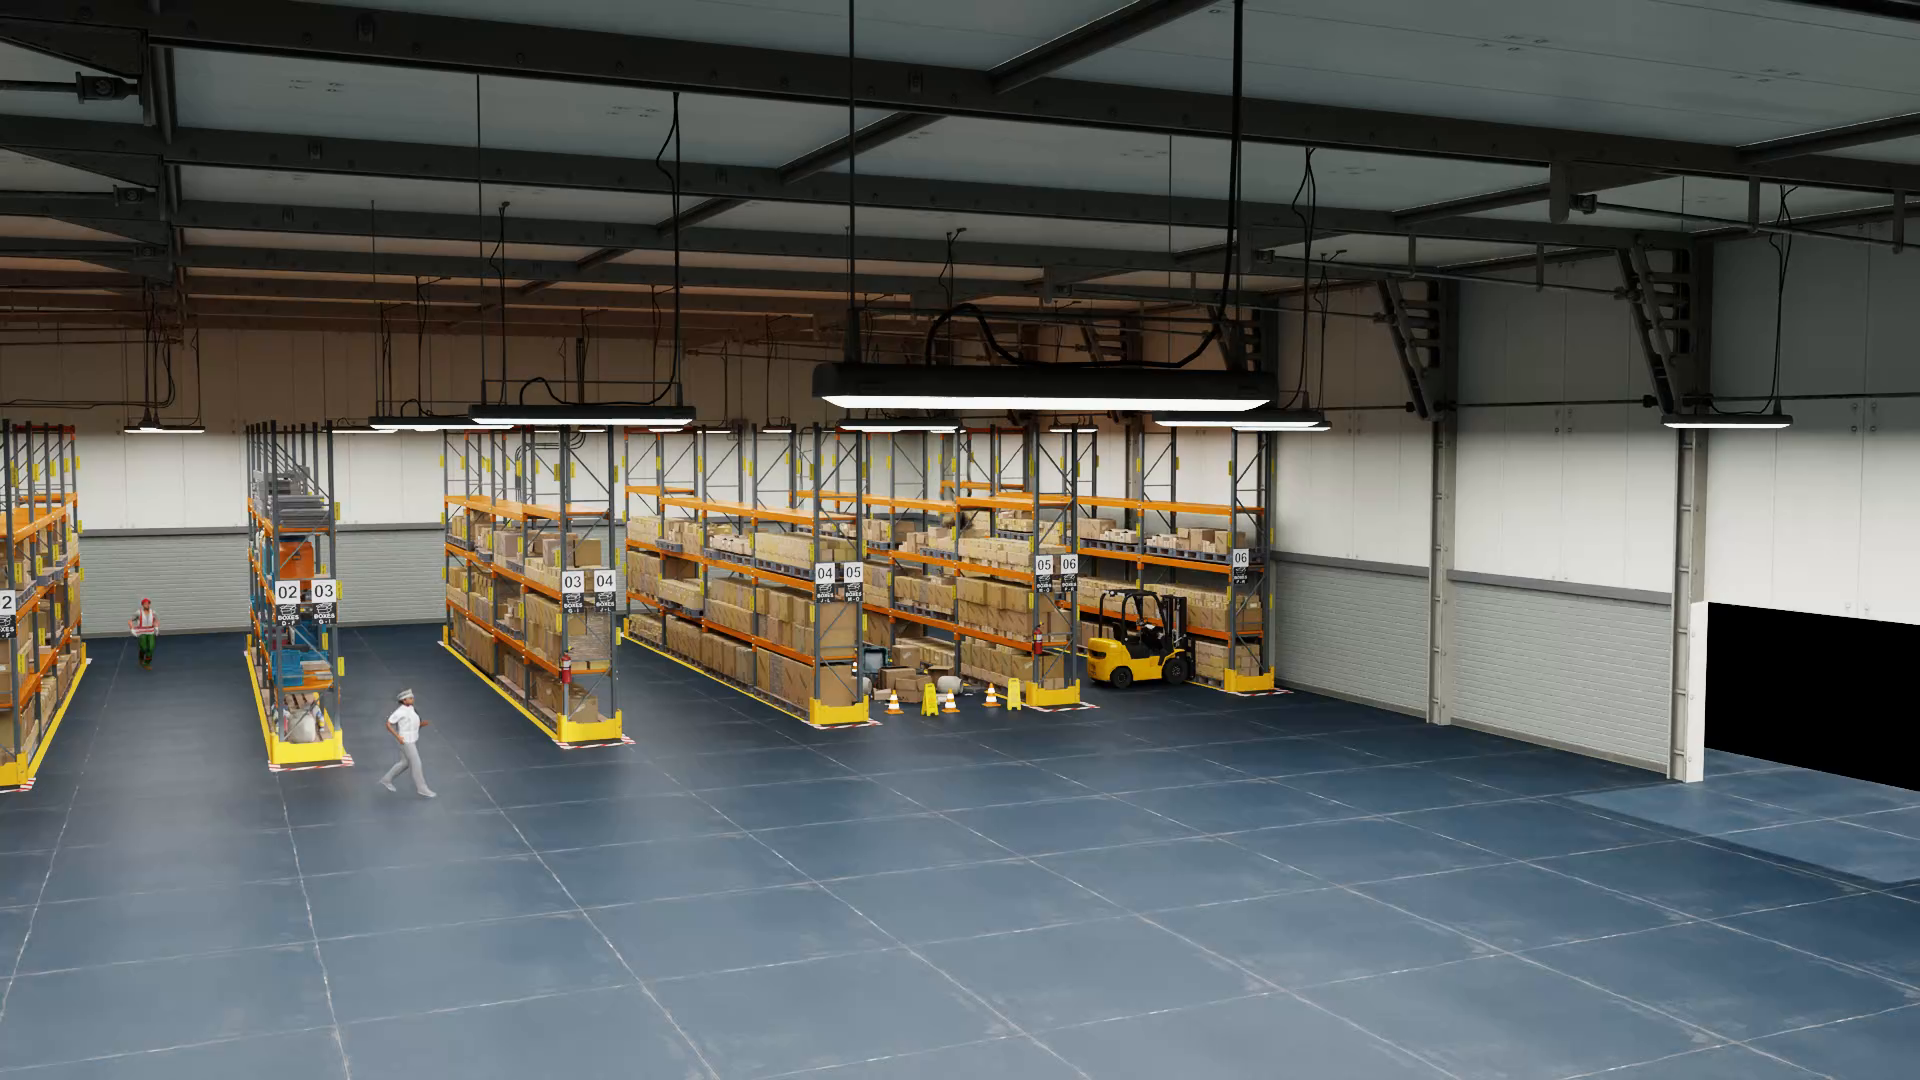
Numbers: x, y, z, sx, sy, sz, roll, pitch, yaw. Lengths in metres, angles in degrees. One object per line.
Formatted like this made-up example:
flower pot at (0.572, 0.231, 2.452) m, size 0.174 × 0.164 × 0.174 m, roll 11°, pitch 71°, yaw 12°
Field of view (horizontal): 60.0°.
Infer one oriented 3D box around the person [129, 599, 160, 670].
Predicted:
person at (-19.943, 2.282, 40.721) m, size 0.680 × 1.694 × 0.522 m, roll -3°, pitch 5°, yaw -40°

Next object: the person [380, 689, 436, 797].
person at (-8.744, 3.207, 26.342) m, size 0.895 × 1.699 × 0.572 m, roll 0°, pitch 4°, yaw 0°
